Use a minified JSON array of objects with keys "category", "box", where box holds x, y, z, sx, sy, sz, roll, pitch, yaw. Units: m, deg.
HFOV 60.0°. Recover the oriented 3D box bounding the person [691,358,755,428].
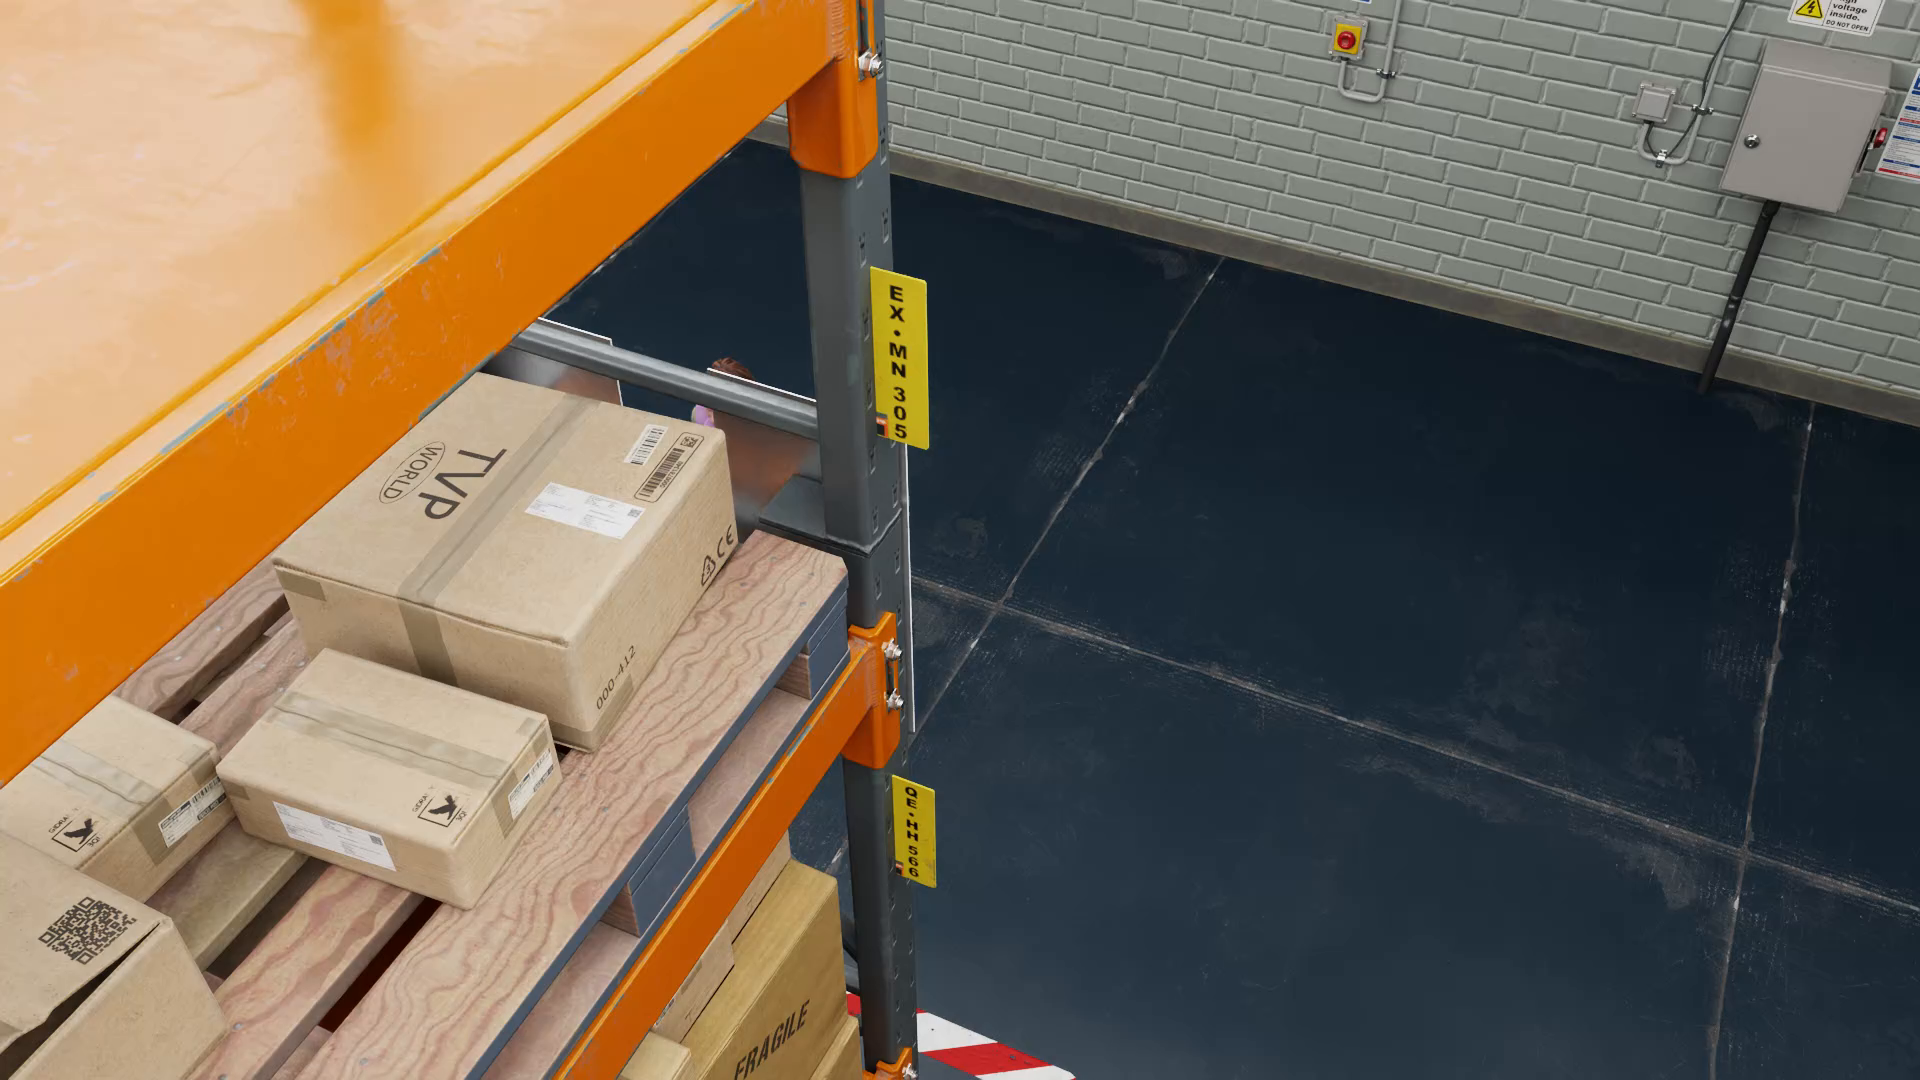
[{"category":"person","box":[-0.794,-0.045,6.218,0.464,1.592,0.365,17,45,18]}]
